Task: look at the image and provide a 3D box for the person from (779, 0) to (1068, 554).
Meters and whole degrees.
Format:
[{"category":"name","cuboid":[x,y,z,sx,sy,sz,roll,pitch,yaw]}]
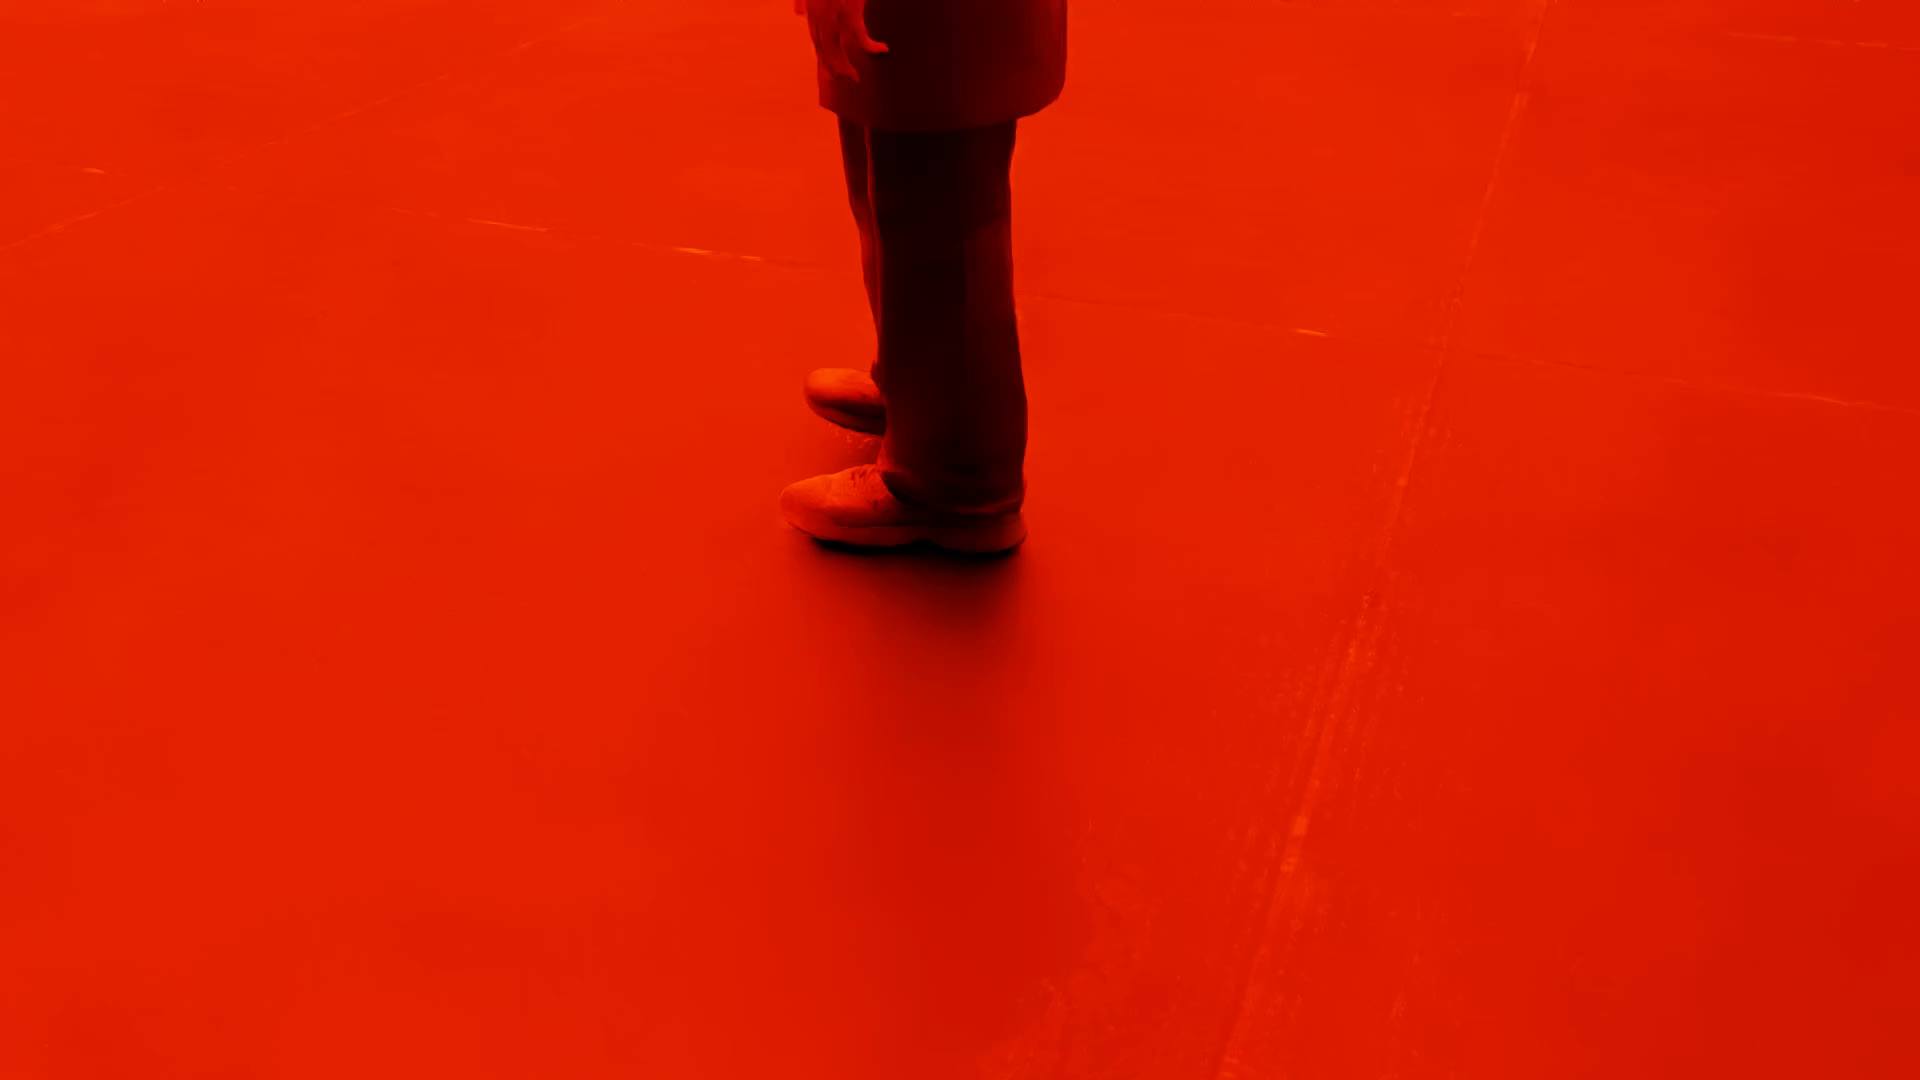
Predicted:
[{"category":"person","cuboid":[-0.082,-0.798,2.089,0.586,1.774,0.694,10,31,18]}]
